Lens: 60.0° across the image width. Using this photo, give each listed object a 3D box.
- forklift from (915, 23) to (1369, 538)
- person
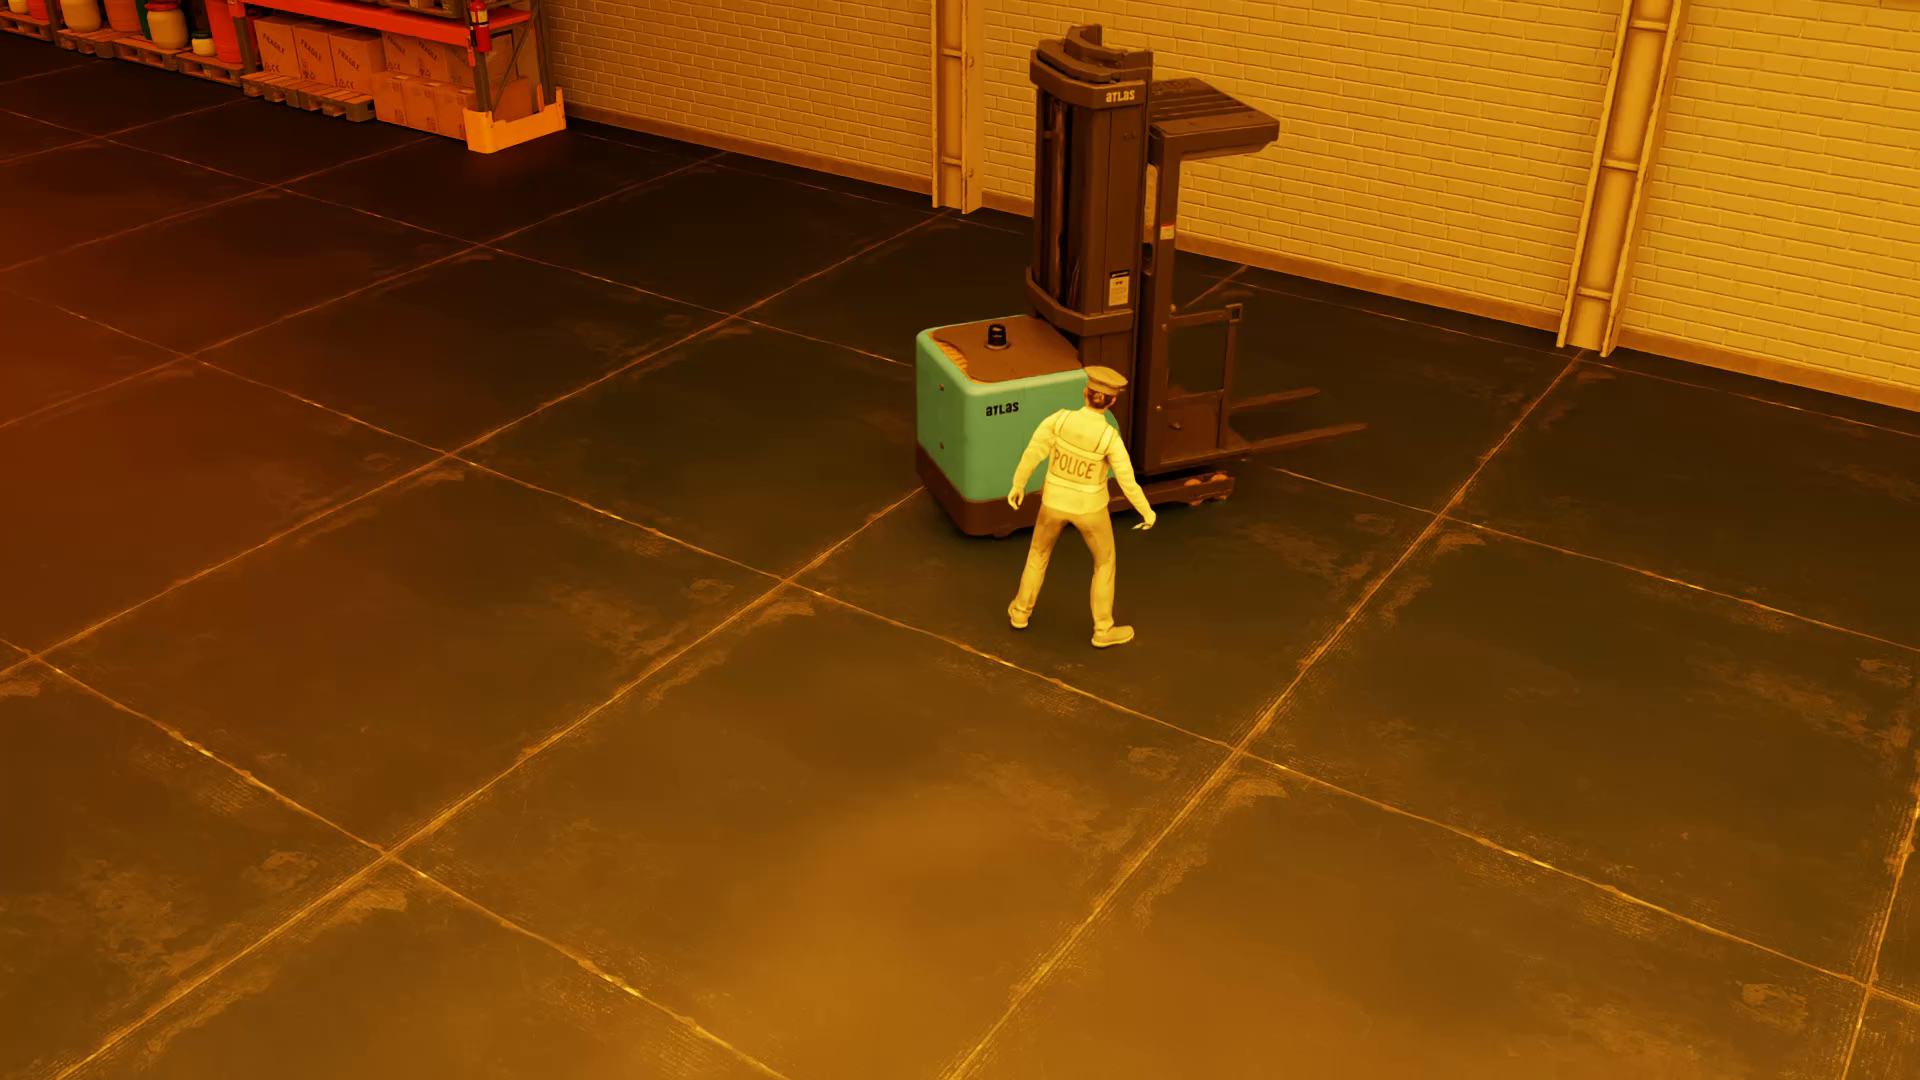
[{"bbox_3d":[1.271,-1.734,10.567,3.031,2.935,1.130,-11,32,-18],"label":"forklift"},{"bbox_3d":[0.657,-0.194,9.223,0.832,1.633,0.388,12,32,20],"label":"person"}]
